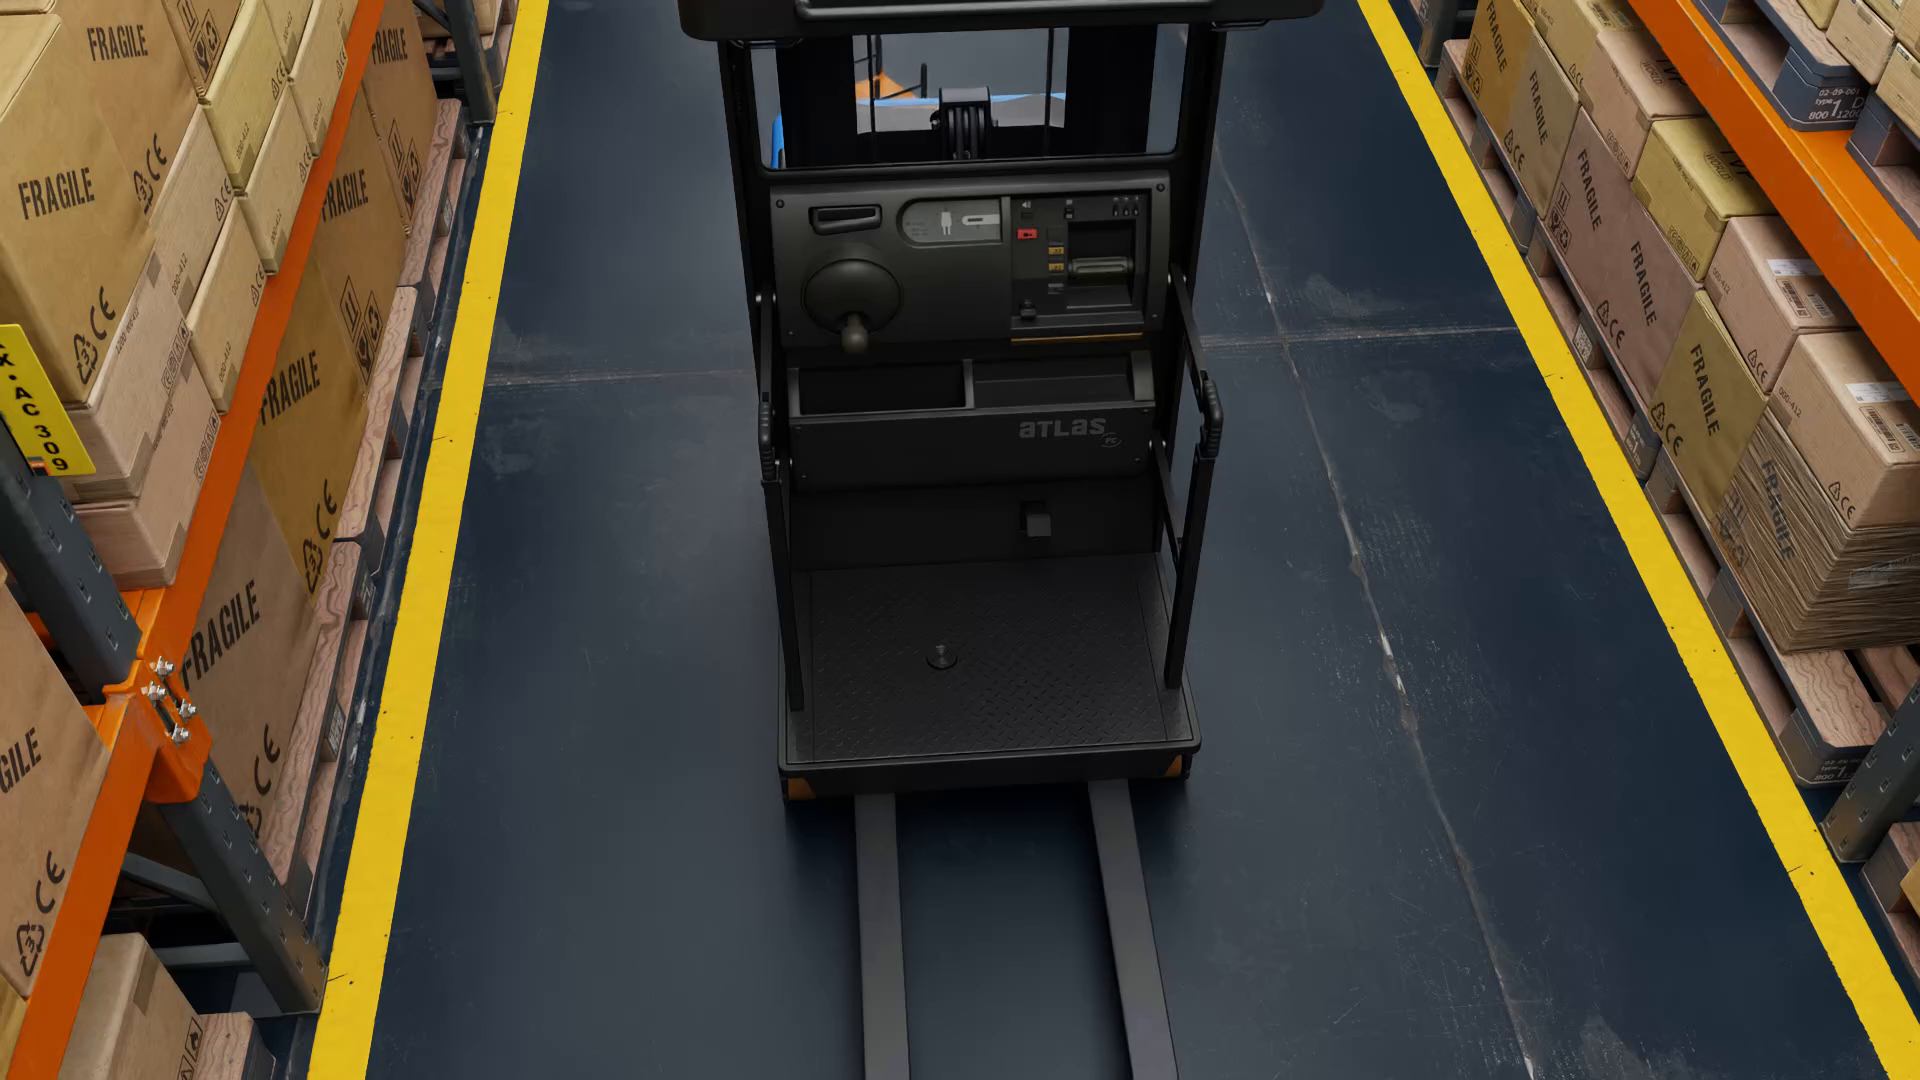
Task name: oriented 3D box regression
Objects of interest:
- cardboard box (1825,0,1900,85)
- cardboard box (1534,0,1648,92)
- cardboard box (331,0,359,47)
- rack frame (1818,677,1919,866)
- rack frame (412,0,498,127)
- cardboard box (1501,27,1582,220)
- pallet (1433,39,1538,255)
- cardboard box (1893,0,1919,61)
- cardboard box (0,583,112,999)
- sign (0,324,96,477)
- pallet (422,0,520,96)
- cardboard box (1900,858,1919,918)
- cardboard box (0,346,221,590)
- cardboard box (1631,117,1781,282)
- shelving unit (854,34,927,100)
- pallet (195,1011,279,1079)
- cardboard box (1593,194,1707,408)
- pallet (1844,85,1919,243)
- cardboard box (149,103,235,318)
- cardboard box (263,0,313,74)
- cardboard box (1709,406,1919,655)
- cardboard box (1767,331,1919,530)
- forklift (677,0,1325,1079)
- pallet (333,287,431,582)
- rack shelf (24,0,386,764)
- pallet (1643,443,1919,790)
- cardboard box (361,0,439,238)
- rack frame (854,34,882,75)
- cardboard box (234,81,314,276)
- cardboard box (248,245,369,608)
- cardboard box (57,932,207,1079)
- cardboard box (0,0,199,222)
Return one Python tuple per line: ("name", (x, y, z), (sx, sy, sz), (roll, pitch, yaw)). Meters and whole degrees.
("cardboard box", (2.511, -1.324, 4.322), (0.380, 0.149, 0.250), (-5, 47, -5))
("cardboard box", (2.356, -1.796, 5.801), (0.500, 0.250, 0.500), (-4, 47, -4))
("cardboard box", (-2.041, -1.624, 4.826), (0.500, 0.250, 0.500), (-4, 47, -4))
("rack frame", (2.832, -0.240, 3.411), (1.000, 3.000, 0.127), (-3, 47, -3))
("rack frame", (-2.427, -2.760, 5.798), (1.000, 3.000, 0.127), (-3, 47, -3))
("cardboard box", (2.348, -1.528, 6.063), (0.500, 0.500, 0.500), (-3, 47, -3))
("pallet", (2.561, -1.610, 6.629), (1.003, 0.211, 1.213), (-3, 47, -3))
("cardboard box", (2.534, -1.244, 4.041), (0.380, 0.149, 0.250), (-5, 47, -5))
("cardboard box", (-1.799, 0.420, 2.718), (0.500, 0.500, 0.500), (-3, 47, -3))
("sign", (-1.539, -0.226, 2.747), (0.100, 0.325, 0.005), (-3, 47, -3))
("pallet", (-2.491, -2.366, 7.346), (1.003, 0.211, 1.213), (-3, 47, -3))
("cardboard box", (2.542, 0.879, 4.026), (0.380, 0.149, 0.250), (-5, 47, -5))
("cardboard box", (-1.866, -0.149, 3.428), (0.500, 0.250, 0.500), (-4, 47, -4))
("cardboard box", (2.430, -1.060, 5.104), (0.500, 0.250, 0.500), (-5, 47, -5))
("shelving unit", (-0.270, -1.148, 5.602), (0.215, 1.050, 0.252), (-27, 51, -27))
("pallet", (-2.106, 1.648, 3.544), (1.003, 0.211, 1.213), (-3, 47, -3))
("cardboard box", (2.438, -0.787, 5.362), (0.500, 0.500, 0.500), (-4, 47, -4))
("pallet", (2.913, -0.736, 4.013), (1.003, 0.211, 1.213), (-3, 47, -3))
("cardboard box", (-1.920, -0.697, 3.603), (0.500, 0.250, 0.500), (-3, 47, -3))
("cardboard box", (-1.980, -1.430, 4.297), (0.500, 0.250, 0.500), (-5, 47, -4))
("cardboard box", (2.519, -0.045, 4.659), (0.500, 0.500, 0.500), (-4, 47, -4))
("cardboard box", (2.518, -0.306, 4.390), (0.500, 0.250, 0.500), (-5, 47, -4))
("forklift", (0.046, -0.552, 3.754), (1.130, 2.935, 3.031), (-3, 47, -3))
("pallet", (-2.337, -0.345, 5.432), (1.003, 0.211, 1.213), (-3, 47, -3))
("rack shelf", (-2.260, -1.065, 4.689), (1.077, 0.370, 4.000), (-3, 47, -3))
("pallet", (2.765, 0.156, 4.957), (1.003, 0.211, 1.213), (-3, 47, -3))
("cardboard box", (-2.452, -1.669, 5.939), (0.875, 0.875, 0.875), (-4, 47, -4))
("rack frame", (-0.344, -1.216, 5.671), (0.200, 1.050, 0.008), (-27, 51, -27))
("cardboard box", (-1.938, -0.895, 4.135), (0.500, 0.250, 0.500), (-4, 47, -4))
("cardboard box", (-2.307, -0.376, 4.715), (0.875, 0.875, 0.875), (-2, 47, -2))
("cardboard box", (-2.146, 1.332, 3.398), (0.875, 0.438, 0.875), (-4, 47, -4))
("cardboard box", (-1.913, -0.946, 3.323), (0.500, 0.500, 0.500), (-4, 47, -4))
